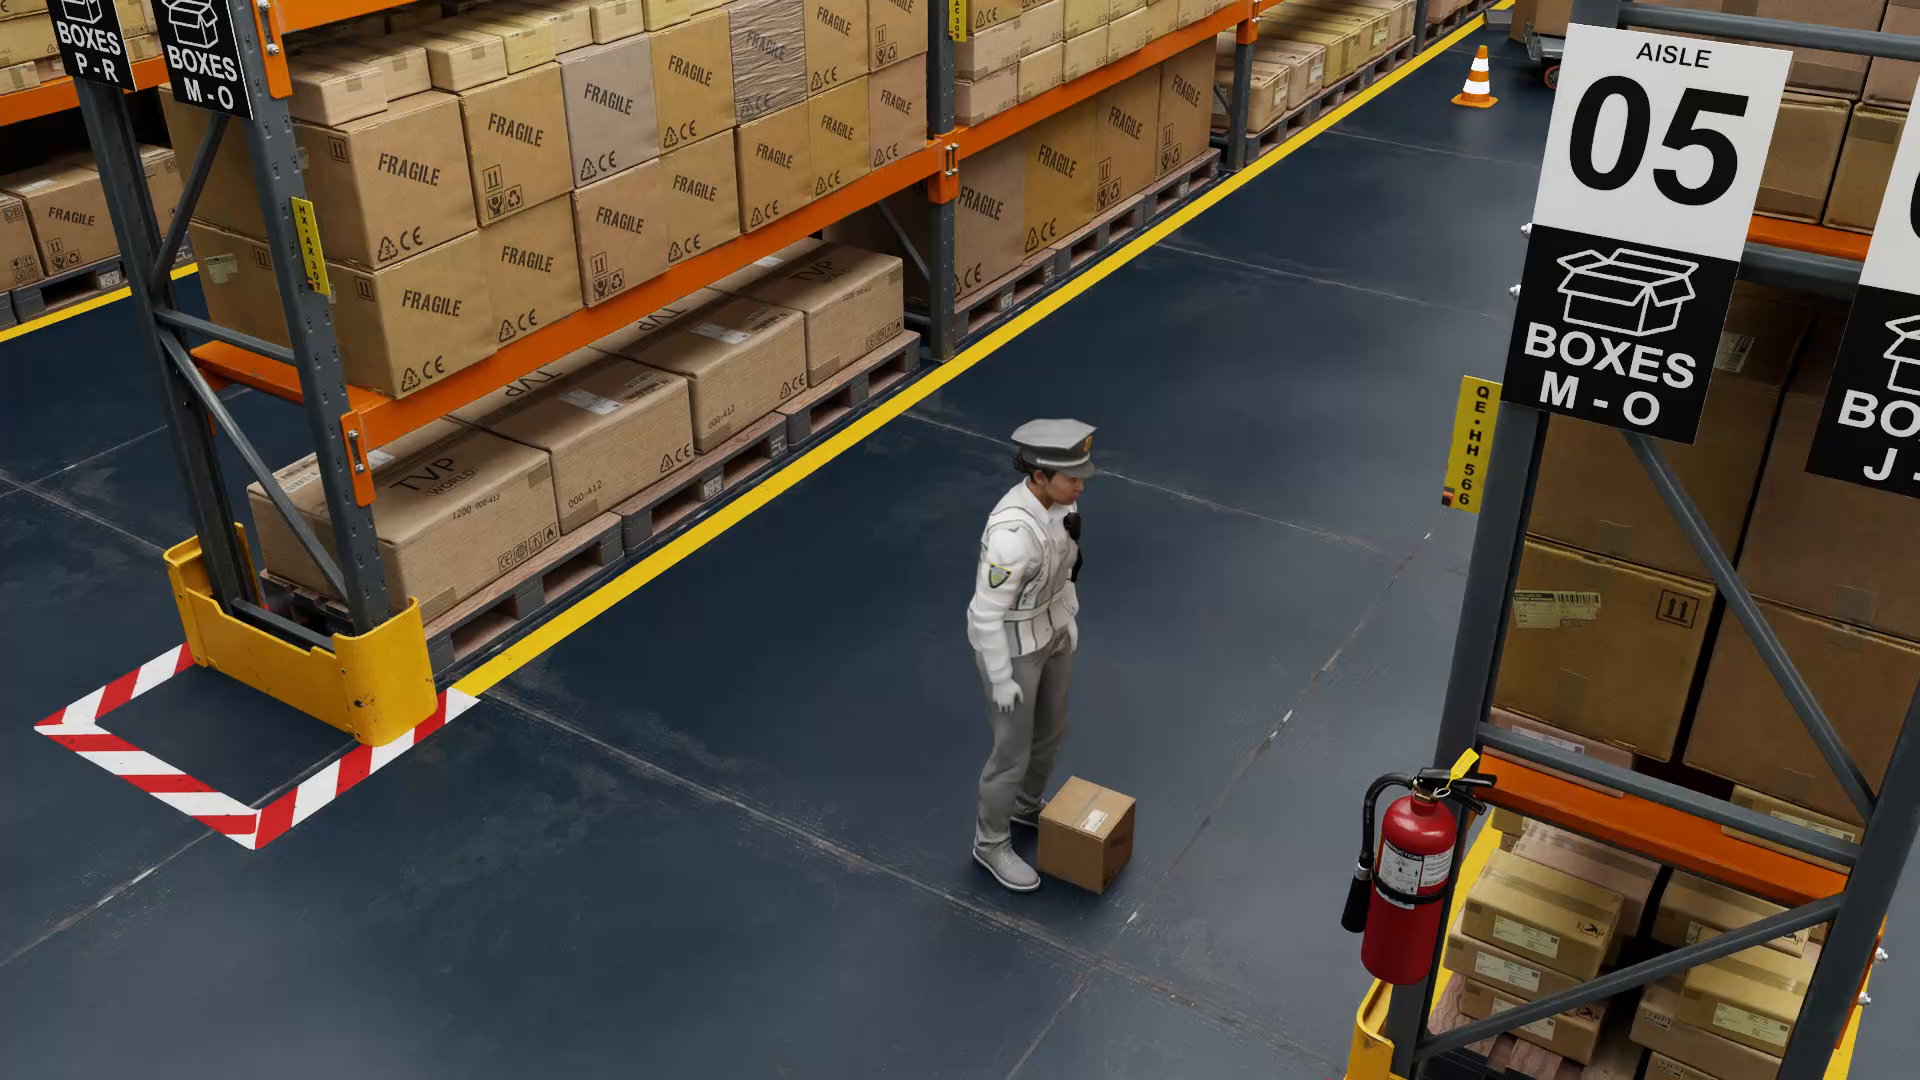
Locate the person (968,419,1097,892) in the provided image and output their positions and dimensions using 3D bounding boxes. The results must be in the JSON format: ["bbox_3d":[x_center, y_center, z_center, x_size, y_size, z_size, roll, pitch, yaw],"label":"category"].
[{"bbox_3d":[0.235,0.357,5.526,0.378,1.663,0.531,17,35,27],"label":"person"}]
